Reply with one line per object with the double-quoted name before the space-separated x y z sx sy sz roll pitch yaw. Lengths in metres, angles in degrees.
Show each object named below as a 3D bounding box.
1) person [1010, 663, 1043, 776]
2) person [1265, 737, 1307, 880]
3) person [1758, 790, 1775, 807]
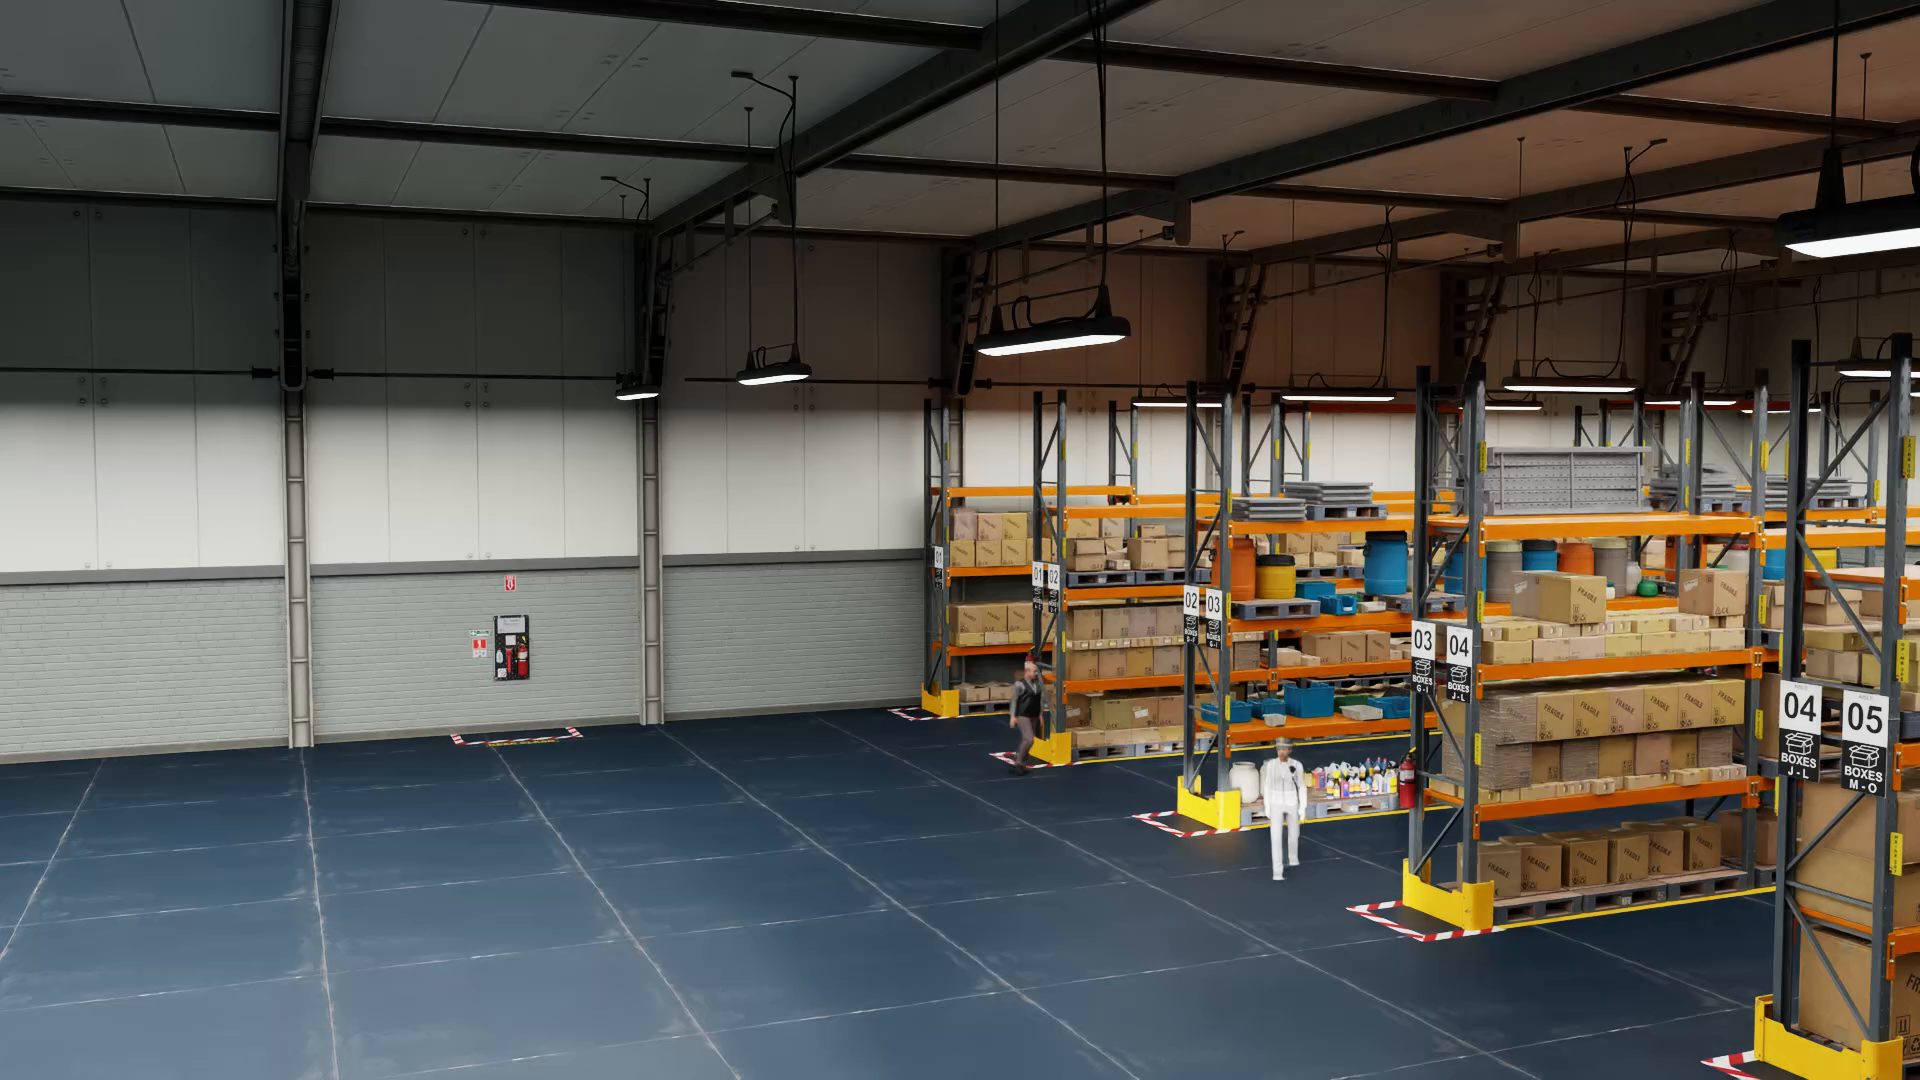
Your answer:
"person" 1.030 2.769 25.906 0.539 1.704 0.605 3 5 42
"person" 3.875 3.162 19.805 0.504 1.648 0.925 1 3 14
"person" 10.818 2.943 22.451 0.978 1.731 0.643 0 3 -7
